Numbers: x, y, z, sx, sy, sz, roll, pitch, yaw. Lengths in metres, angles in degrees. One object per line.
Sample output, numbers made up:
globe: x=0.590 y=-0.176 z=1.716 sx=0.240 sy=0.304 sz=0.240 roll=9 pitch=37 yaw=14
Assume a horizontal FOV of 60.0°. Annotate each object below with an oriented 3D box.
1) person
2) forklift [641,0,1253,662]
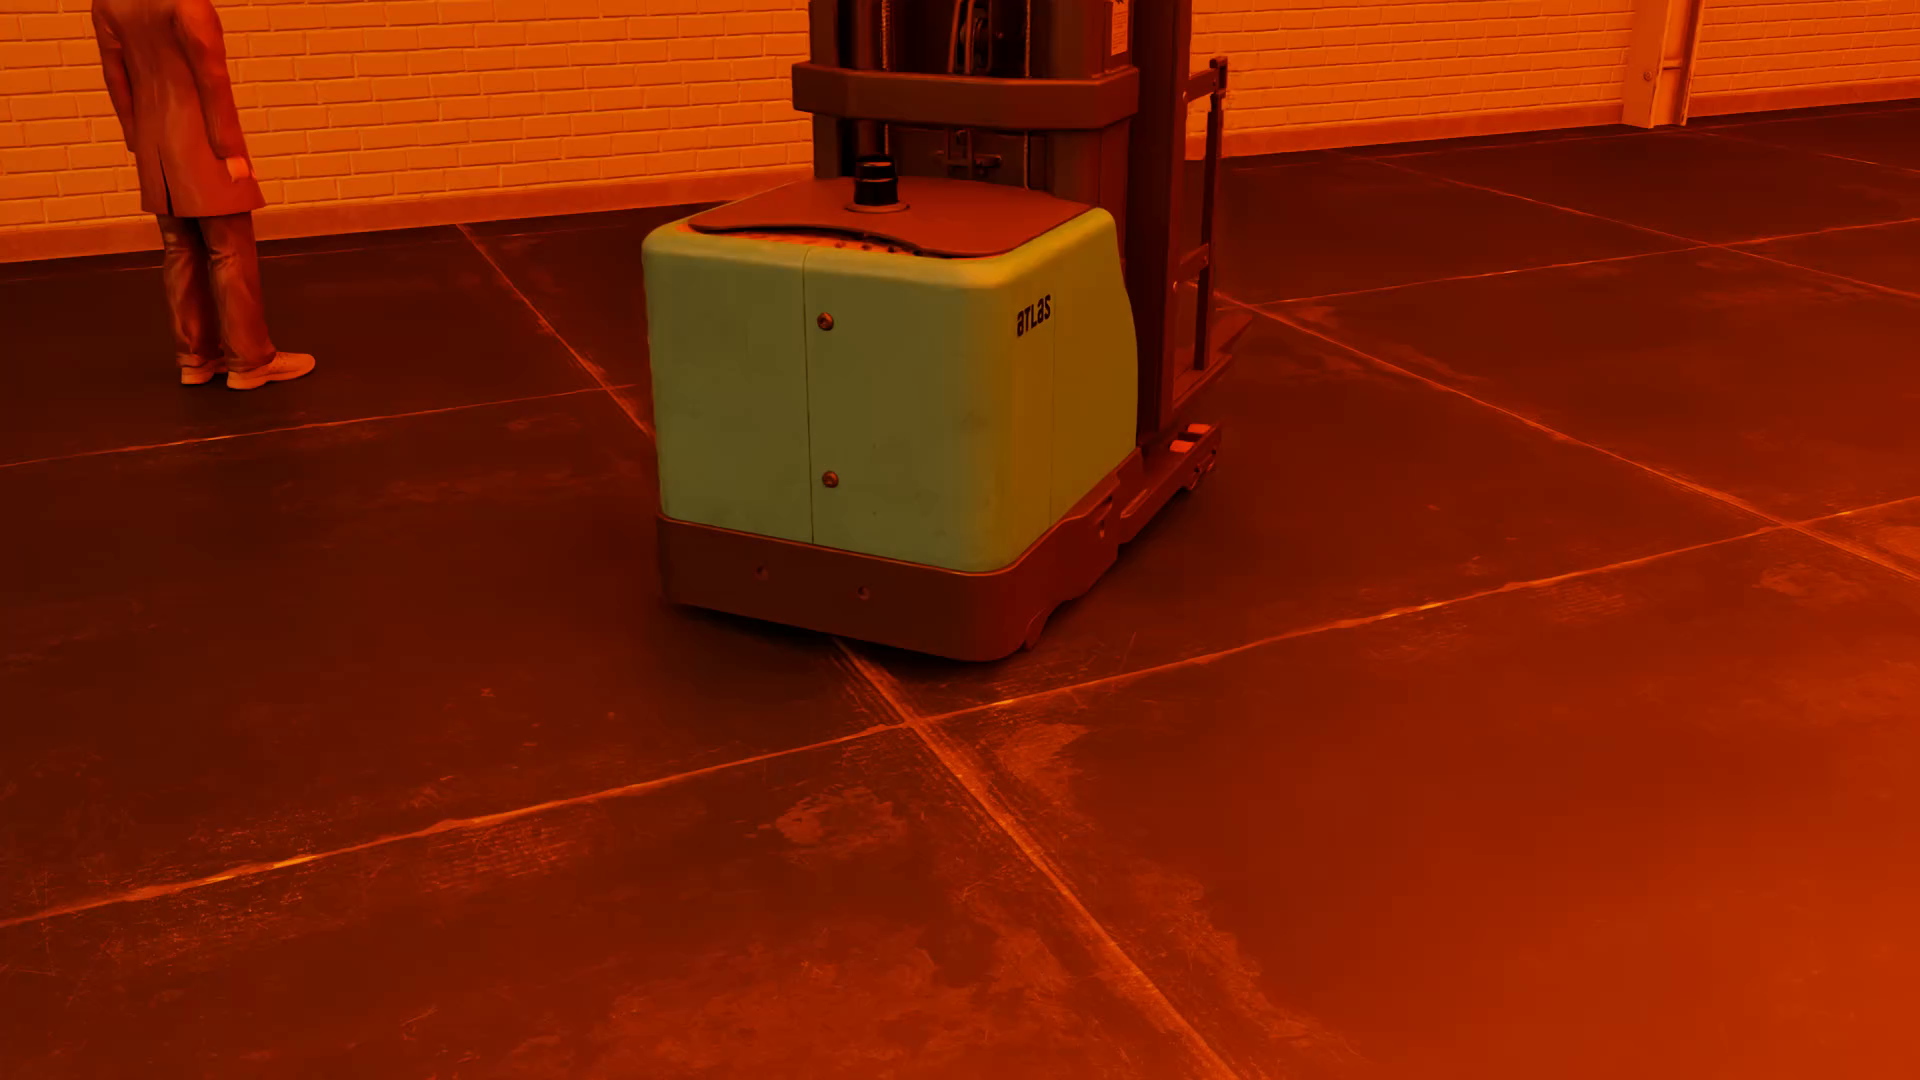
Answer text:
person: x=-2.913 y=-1.481 z=6.349 sx=0.547 sy=1.782 sz=0.389 roll=8 pitch=24 yaw=19
forklift: x=0.245 y=-1.578 z=5.086 sx=1.130 sy=2.935 sz=3.031 roll=10 pitch=25 yaw=22
